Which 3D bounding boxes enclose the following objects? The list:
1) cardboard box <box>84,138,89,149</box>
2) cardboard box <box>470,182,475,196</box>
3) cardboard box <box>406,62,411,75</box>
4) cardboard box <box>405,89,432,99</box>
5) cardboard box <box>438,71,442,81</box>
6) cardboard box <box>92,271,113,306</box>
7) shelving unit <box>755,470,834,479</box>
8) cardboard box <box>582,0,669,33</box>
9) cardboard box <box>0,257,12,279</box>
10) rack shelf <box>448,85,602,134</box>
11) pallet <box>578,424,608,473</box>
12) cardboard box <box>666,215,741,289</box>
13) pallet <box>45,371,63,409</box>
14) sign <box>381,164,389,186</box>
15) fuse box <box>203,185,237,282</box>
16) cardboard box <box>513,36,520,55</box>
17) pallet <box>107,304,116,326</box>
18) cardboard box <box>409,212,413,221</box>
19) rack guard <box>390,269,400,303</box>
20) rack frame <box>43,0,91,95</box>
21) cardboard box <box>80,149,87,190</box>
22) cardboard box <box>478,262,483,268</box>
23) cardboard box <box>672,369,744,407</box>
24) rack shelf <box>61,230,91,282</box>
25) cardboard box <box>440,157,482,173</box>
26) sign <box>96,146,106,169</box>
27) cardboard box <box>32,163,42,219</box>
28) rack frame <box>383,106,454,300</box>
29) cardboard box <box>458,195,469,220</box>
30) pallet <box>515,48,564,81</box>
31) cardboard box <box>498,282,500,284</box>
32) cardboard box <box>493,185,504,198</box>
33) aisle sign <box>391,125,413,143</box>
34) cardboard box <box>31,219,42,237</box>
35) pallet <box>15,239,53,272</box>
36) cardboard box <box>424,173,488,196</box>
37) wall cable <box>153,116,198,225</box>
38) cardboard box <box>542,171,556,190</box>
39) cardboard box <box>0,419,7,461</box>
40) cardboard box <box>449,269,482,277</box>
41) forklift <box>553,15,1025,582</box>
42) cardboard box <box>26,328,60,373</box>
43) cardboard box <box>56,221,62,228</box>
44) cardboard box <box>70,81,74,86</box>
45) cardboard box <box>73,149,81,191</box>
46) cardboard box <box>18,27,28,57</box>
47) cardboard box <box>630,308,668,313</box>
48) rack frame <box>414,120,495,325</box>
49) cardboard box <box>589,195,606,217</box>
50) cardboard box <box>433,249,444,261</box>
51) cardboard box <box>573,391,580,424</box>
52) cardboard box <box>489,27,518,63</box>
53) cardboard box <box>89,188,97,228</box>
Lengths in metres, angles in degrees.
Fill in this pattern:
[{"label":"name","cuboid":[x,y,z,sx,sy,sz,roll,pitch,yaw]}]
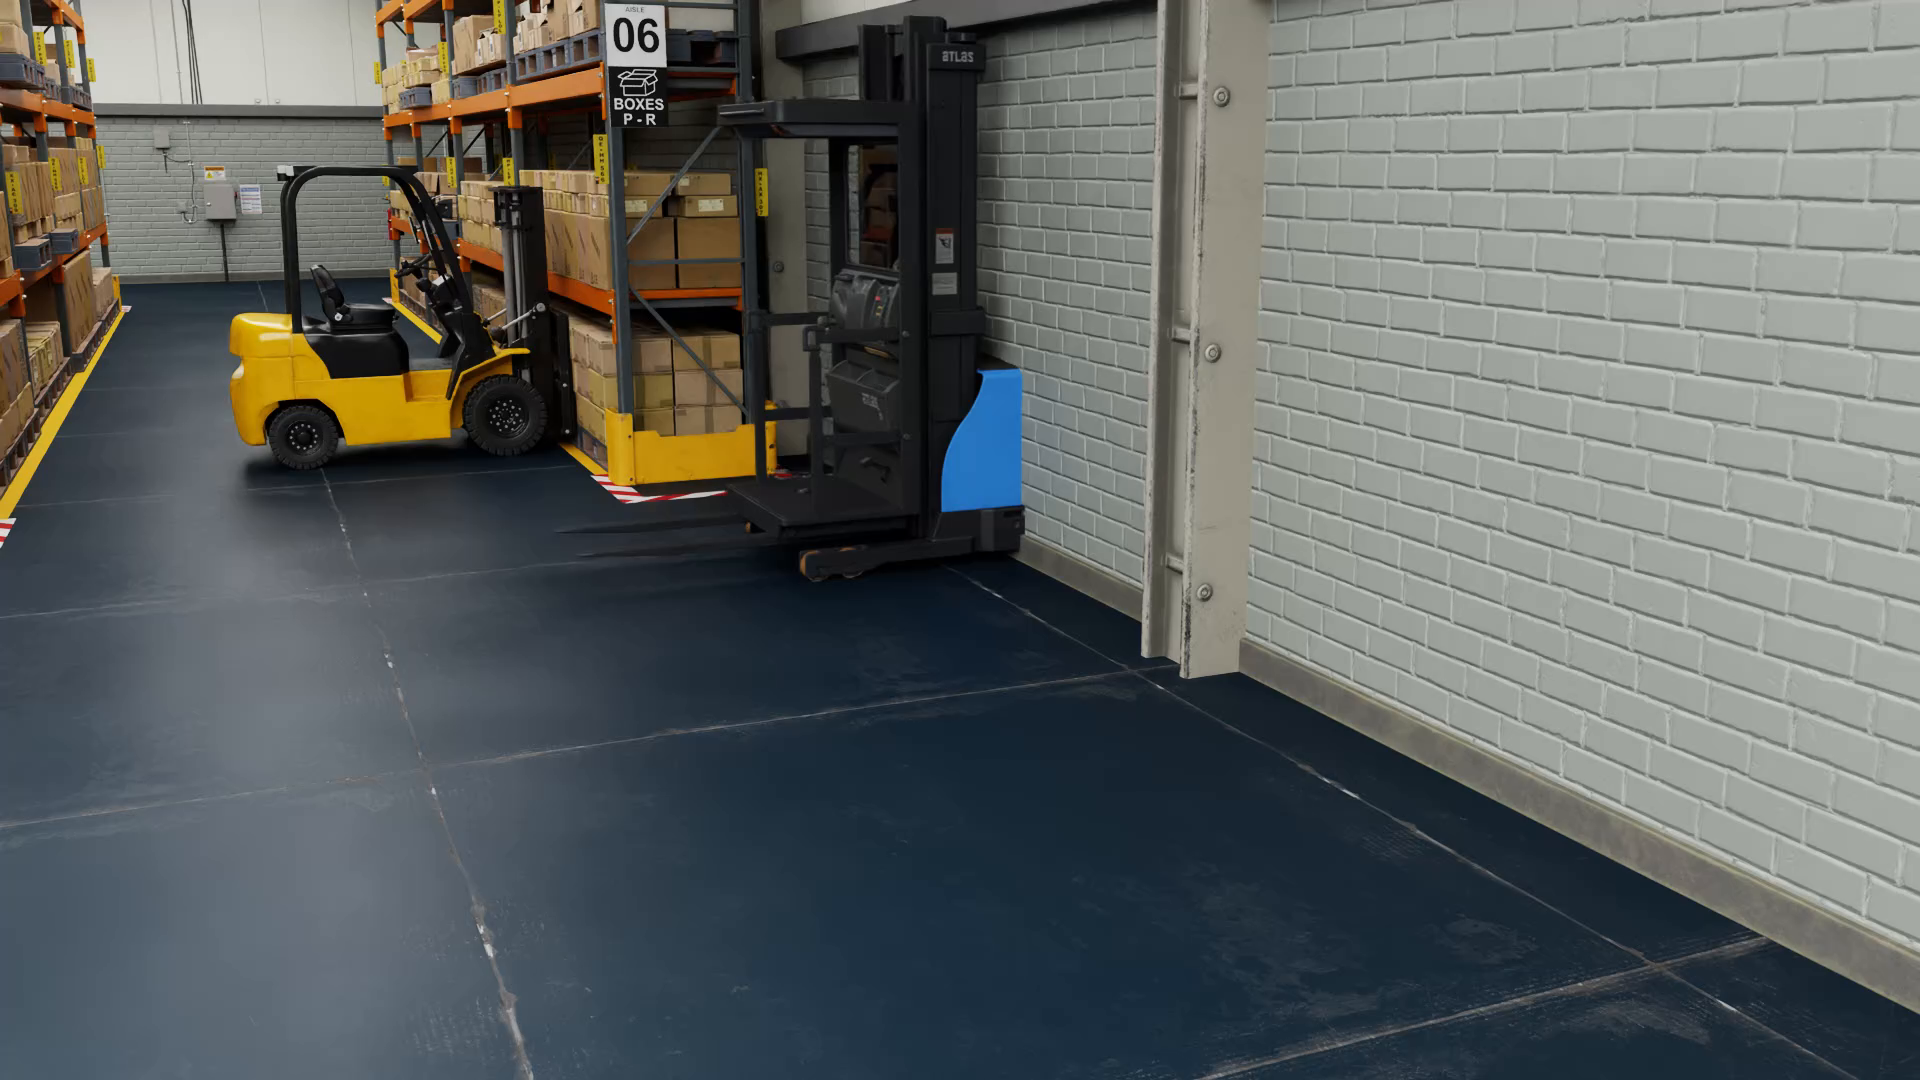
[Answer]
[{"label":"cardboard box","cuboid":[-12.166,-5.425,22.781,0.380,0.149,0.250,-5,14,-22]},{"label":"cardboard box","cuboid":[-5.017,-3.744,17.734,0.380,0.149,0.250,-5,14,-21]},{"label":"cardboard box","cuboid":[-6.759,-5.935,20.952,0.380,0.149,0.250,-6,14,-24]},{"label":"cardboard box","cuboid":[-7.135,-6.014,22.224,0.500,0.250,0.500,-6,14,-23]},{"label":"cardboard box","cuboid":[-5.964,-5.480,19.690,0.380,0.149,0.250,-5,14,-21]},{"label":"cardboard box","cuboid":[-12.130,-3.422,22.753,0.875,0.438,0.875,-5,14,-21]},{"label":"shelving unit","cuboid":[-0.854,-0.300,10.681,0.900,0.210,0.258,4,14,20]},{"label":"cardboard box","cuboid":[-2.305,-3.758,11.425,0.500,0.500,0.500,-5,14,-21]},{"label":"cardboard box","cuboid":[-7.539,-2.090,12.804,0.380,0.149,0.250,-5,14,-22]},{"label":"rack shelf","cuboid":[-4.308,-4.275,16.632,1.077,0.370,4.000,-6,14,-23]},{"label":"pallet","cuboid":[-2.250,-0.720,12.514,1.003,0.211,1.213,-6,14,-23]},{"label":"cardboard box","cuboid":[-1.849,-2.101,12.073,0.500,0.500,0.500,-5,14,-21]},{"label":"pallet","cuboid":[-8.860,-1.357,15.263,1.003,0.211,1.213,-6,14,-23]},{"label":"sign","cuboid":[-8.811,-5.603,25.507,0.100,0.325,0.005,-6,14,-23]},{"label":"fuse box","cuboid":[-13.158,-5.476,29.735,0.539,1.711,0.414,-6,14,-23]},{"label":"cardboard box","cuboid":[-3.606,-4.223,14.217,0.380,0.149,0.250,-5,14,-22]},{"label":"pallet","cuboid":[-11.984,-3.013,22.419,1.003,0.211,1.213,-6,14,-23]},{"label":"cardboard box","cuboid":[-7.530,-4.535,23.368,0.380,0.149,0.250,-6,14,-24]},{"label":"rack guard","cuboid":[-8.284,-3.997,26.030,1.175,0.500,0.348,-6,14,-23]},{"label":"rack frame","cuboid":[-12.861,-7.704,23.199,1.000,3.000,0.127,-6,14,-23]},{"label":"cardboard box","cuboid":[-11.424,-4.716,21.154,0.500,0.500,0.500,-6,14,-24]},{"label":"cardboard box","cuboid":[-6.085,-3.553,21.744,0.380,0.149,0.250,-5,14,-22]},{"label":"cardboard box","cuboid":[-1.903,-1.149,12.241,0.500,0.250,0.500,-5,14,-22]},{"label":"rack shelf","cuboid":[-10.457,-3.191,18.601,1.077,0.370,4.000,-6,14,-23]},{"label":"cardboard box","cuboid":[-7.065,-5.173,23.577,0.500,0.500,0.500,-6,14,-25]},{"label":"sign","cuboid":[-12.358,-5.507,23.918,0.100,0.325,0.005,-6,14,-23]},{"label":"cardboard box","cuboid":[-8.581,-3.135,14.950,0.500,0.500,0.500,-6,14,-25]},{"label":"rack frame","cuboid":[-8.314,-5.230,25.816,1.000,3.000,0.127,-6,14,-23]},{"label":"cardboard box","cuboid":[-5.178,-3.632,18.134,0.500,0.250,0.500,-6,14,-23]},{"label":"pallet","cuboid":[-3.142,-3.995,14.025,1.003,0.211,1.213,-6,14,-23]},{"label":"cardboard box","cuboid":[-5.411,-2.889,20.312,0.500,0.500,0.500,-5,14,-20]},{"label":"cardboard box","cuboid":[-4.244,-3.316,15.883,0.380,0.149,0.250,-6,14,-25]},{"label":"aisle sign","cuboid":[-8.611,-6.484,25.469,0.394,0.787,0.004,-6,14,-23]},{"label":"cardboard box","cuboid":[-8.482,-2.799,14.936,0.380,0.149,0.250,-5,14,-21]},{"label":"pallet","cuboid":[-8.227,-2.380,13.924,1.003,0.211,1.213,-6,14,-23]},{"label":"cardboard box","cuboid":[-6.201,-4.268,20.505,0.700,0.500,0.500,-6,14,-23]},{"label":"wall cable","cuboid":[-13.846,-6.570,29.349,0.588,1.984,0.122,-6,14,-23]},{"label":"cardboard box","cuboid":[-3.216,-2.957,13.672,0.380,0.149,0.250,-6,14,-24]},{"label":"cardboard box","cuboid":[-6.719,-0.638,11.142,0.500,0.250,0.500,-5,14,-21]},{"label":"cardboard box","cuboid":[-6.045,-3.236,20.373,0.380,0.149,0.250,-6,14,-26]},{"label":"forklift","cuboid":[-0.719,-1.340,9.160,3.031,2.935,1.130,-6,14,-24]},{"label":"cardboard box","cuboid":[-9.136,-1.783,15.819,0.950,0.372,0.625,-6,14,-24]},{"label":"cardboard box","cuboid":[-9.622,-3.179,17.286,0.500,0.250,0.500,-6,14,-24]},{"label":"cardboard box","cuboid":[-12.357,-6.209,22.798,0.380,0.149,0.250,-7,15,-27]},{"label":"cardboard box","cuboid":[-10.849,-4.421,19.880,0.500,0.500,0.500,-5,14,-21]},{"label":"cardboard box","cuboid":[-8.125,-4.157,13.925,0.500,0.250,0.500,-6,14,-24]},{"label":"cardboard box","cuboid":[-2.726,-1.810,13.987,0.500,0.250,0.500,-6,14,-23]},{"label":"rack frame","cuboid":[-6.712,-4.404,22.245,1.000,3.000,0.127,-6,14,-23]},{"label":"cardboard box","cuboid":[-2.430,-2.386,11.866,0.380,0.149,0.250,-5,14,-22]},{"label":"cardboard box","cuboid":[-6.756,-3.759,21.973,0.380,0.149,0.250,-6,14,-24]},{"label":"cardboard box","cuboid":[-2.765,-1.066,12.990,0.500,0.250,0.500,-5,14,-22]},{"label":"cardboard box","cuboid":[-4.020,-4.550,15.268,0.500,0.311,0.500,-6,14,-25]},{"label":"cardboard box","cuboid":[-11.598,-4.332,21.712,0.500,0.500,0.500,-6,14,-23]}]
